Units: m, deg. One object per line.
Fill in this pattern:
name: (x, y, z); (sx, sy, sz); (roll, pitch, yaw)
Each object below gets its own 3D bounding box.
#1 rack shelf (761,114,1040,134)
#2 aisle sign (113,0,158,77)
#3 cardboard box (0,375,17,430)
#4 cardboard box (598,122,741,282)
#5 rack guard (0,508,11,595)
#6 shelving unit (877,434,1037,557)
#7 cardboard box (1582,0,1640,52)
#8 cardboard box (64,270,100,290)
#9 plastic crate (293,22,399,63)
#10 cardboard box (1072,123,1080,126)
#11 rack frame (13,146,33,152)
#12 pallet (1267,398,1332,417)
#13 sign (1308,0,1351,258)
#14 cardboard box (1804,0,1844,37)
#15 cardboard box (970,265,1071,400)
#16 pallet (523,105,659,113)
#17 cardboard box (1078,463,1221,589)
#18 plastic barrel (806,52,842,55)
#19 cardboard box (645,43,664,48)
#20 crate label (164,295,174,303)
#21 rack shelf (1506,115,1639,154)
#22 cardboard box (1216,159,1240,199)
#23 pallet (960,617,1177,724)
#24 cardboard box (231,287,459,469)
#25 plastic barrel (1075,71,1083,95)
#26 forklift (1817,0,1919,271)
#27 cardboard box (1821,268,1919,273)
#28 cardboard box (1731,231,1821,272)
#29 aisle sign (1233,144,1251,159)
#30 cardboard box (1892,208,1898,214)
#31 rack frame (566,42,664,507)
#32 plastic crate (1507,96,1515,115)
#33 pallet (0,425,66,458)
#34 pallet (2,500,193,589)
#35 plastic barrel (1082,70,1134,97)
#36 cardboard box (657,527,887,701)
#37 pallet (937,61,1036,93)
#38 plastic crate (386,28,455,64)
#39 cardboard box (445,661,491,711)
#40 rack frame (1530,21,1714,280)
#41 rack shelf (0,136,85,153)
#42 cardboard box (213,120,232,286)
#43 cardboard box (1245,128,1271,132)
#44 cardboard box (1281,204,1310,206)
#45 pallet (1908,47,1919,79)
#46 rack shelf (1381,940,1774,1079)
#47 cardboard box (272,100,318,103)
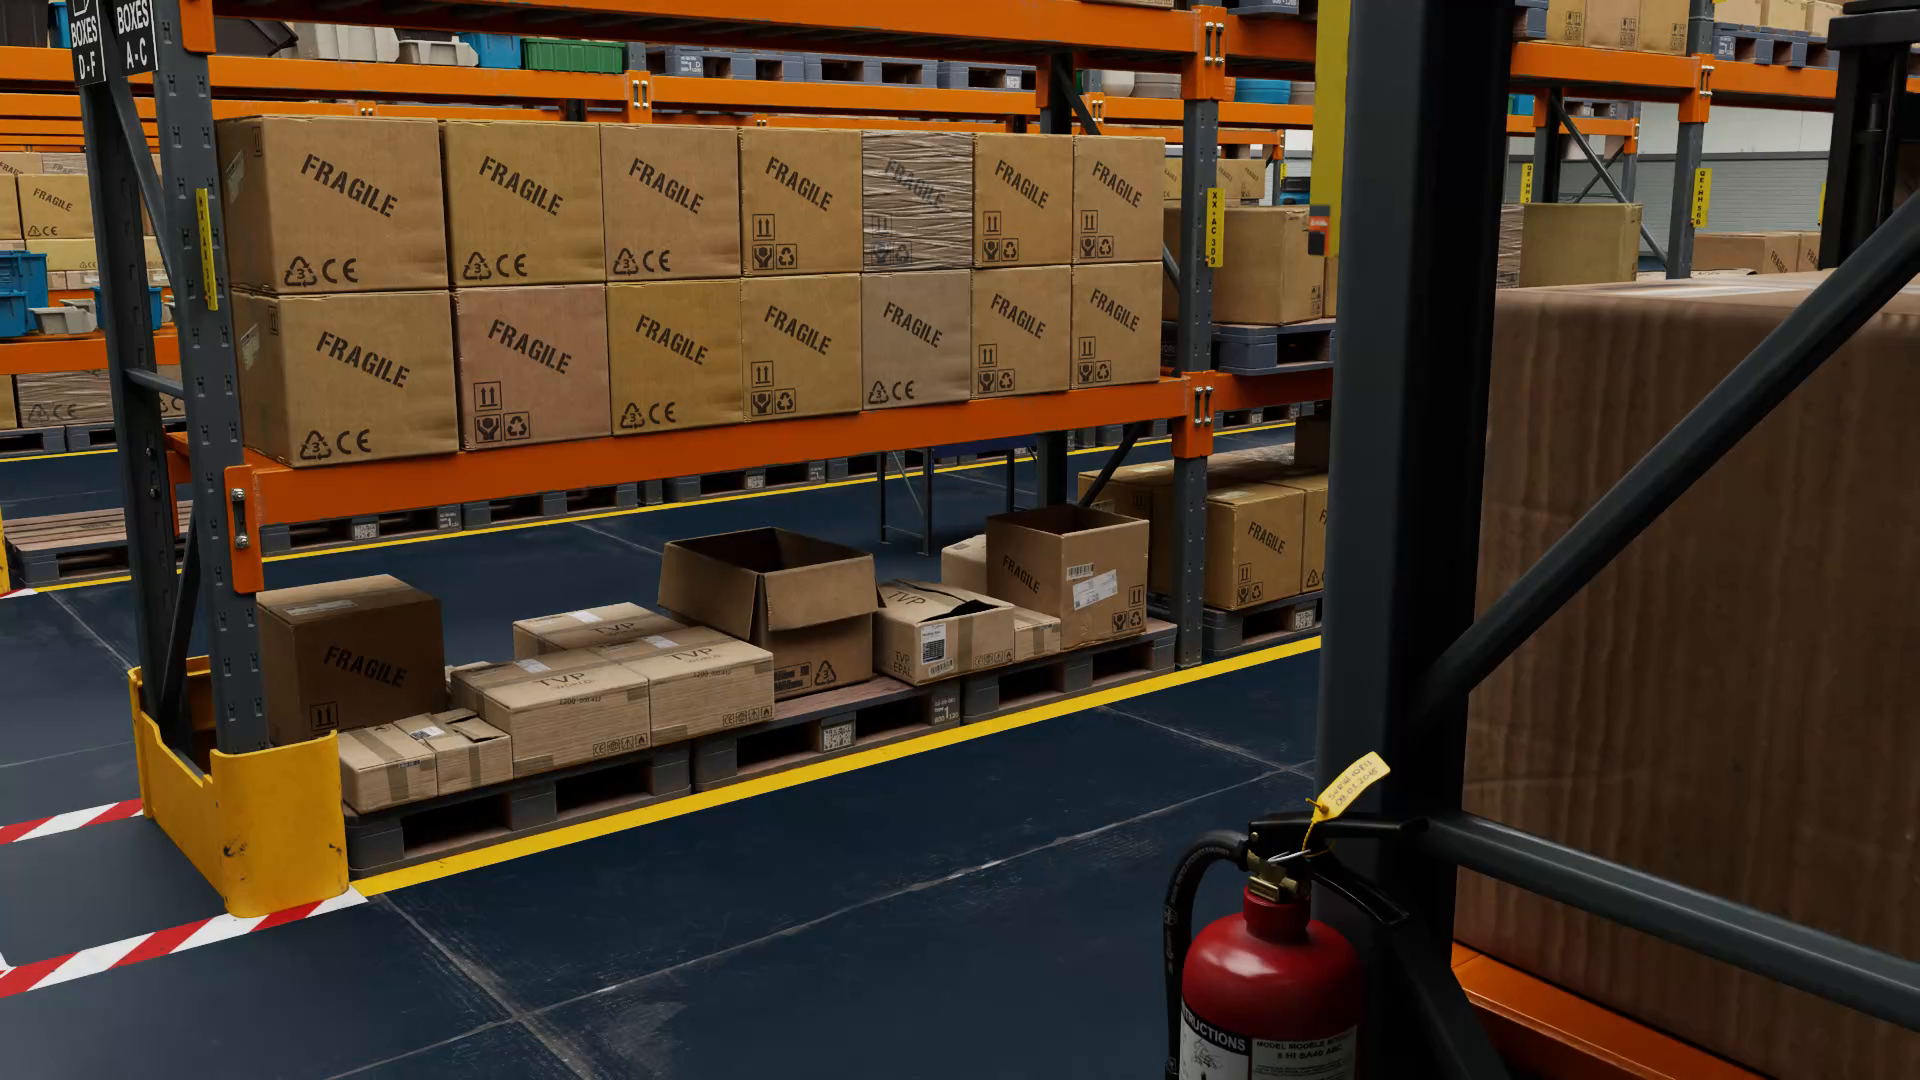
rack shelf: (-0.776, -4.478, 18.491); (4.000, 0.370, 1.077); (-9, 15, -38)
aisle sign: (-2.269, -1.673, 4.512); (0.004, 0.787, 0.394); (-9, 15, -38)
cardboard box: (-8.135, -1.327, 13.247); (0.875, 0.875, 0.875); (-9, 15, -38)
cardboard box: (-1.090, -1.144, 5.631); (0.500, 0.500, 0.500); (-9, 15, -37)
rack guard: (-5.501, -0.034, 9.069); (0.348, 0.500, 1.175); (-9, 15, -38)
shelving unit: (0.067, -0.745, 10.010); (1.048, 1.500, 0.538); (-9, 15, -38)
cardboard box: (3.130, -2.884, 9.011); (0.500, 0.500, 0.910); (-9, 15, -38)
cardboard box: (-7.099, -2.102, 13.396); (0.250, 0.149, 0.380); (-10, 15, -38)
plastic crate: (-3.567, -2.909, 9.654); (0.530, 0.282, 0.437); (-9, 15, -38)
cardboard box: (1.297, -5.033, 19.734); (0.500, 0.250, 0.500); (-10, 16, -40)
rack frame: (-14.756, -4.996, 26.420); (0.127, 3.000, 1.000); (-9, 15, -38)
pallet: (3.291, -1.347, 15.947); (1.213, 0.211, 1.003); (-9, 15, -38)
sign: (0.371, -0.427, 1.545); (0.005, 0.325, 0.100); (-9, 15, -38)
cardboard box: (5.440, -3.376, 10.920); (0.500, 0.250, 0.500); (-11, 16, -42)
cardboard box: (0.093, -0.852, 6.665); (0.500, 0.500, 0.500); (-9, 15, -36)
pallet: (-3.679, -4.240, 16.095); (1.213, 0.211, 1.003); (-9, 15, -35)
cardboard box: (0.931, -0.080, 8.227); (0.500, 0.500, 0.500); (-10, 15, -38)
plastic barrel: (-1.130, -3.945, 12.031); (0.708, 0.901, 0.600); (-9, 15, -38)
cardboard box: (-2.769, -4.736, 16.712); (0.637, 0.503, 0.797); (-8, 15, -34)
crate label: (-4.529, -1.373, 9.847); (0.243, 0.136, 0.396); (-9, 15, -38)
rack shelf: (5.442, -4.194, 17.153); (4.000, 0.370, 1.077); (-9, 15, -38)
cardboard box: (3.247, -4.648, 21.415); (0.500, 0.500, 0.500); (-9, 15, -38)
pallet: (0.188, 0.476, 7.364); (1.213, 0.211, 1.003); (-9, 15, -38)
cardboard box: (-1.888, -0.522, 5.108); (0.500, 0.500, 0.500); (-9, 15, -36)
plastic barrel: (0.917, -3.732, 13.617); (0.294, 0.245, 0.294); (0, 12, 0)
forklift: (4.486, -0.898, 7.287); (3.031, 2.935, 1.130); (-9, 15, -36)
cardboard box: (1.652, 0.034, 2.008); (0.700, 0.700, 0.980); (-10, 15, -38)
cardboard box: (5.559, -1.834, 11.286); (0.500, 0.500, 0.500); (-9, 15, -38)
aisle sign: (3.770, -5.470, 22.392); (0.004, 0.787, 0.394); (-9, 15, -38)
cardboard box: (7.050, -2.451, 12.634); (0.250, 0.149, 0.380); (-9, 15, -38)
rack frame: (-2.367, -1.781, 11.279); (0.127, 3.000, 1.000); (-9, 15, -38)
plastic crate: (5.282, -4.343, 16.634); (0.450, 0.188, 0.336); (-9, 15, -38)
pallet: (-8.009, -0.818, 13.456); (1.213, 0.211, 1.003); (-9, 15, -38)
pallet: (-4.822, 0.001, 9.598); (1.213, 0.211, 1.003); (-9, 15, -38)
plastic barrel: (1.191, -3.812, 13.356); (0.421, 0.512, 0.421); (0, 12, 0)
cardboard box: (-0.739, 0.274, 6.554); (0.637, 0.503, 0.797); (-9, 15, -38)
pallet: (0.098, -3.591, 13.038); (1.213, 0.211, 1.003); (-9, 15, -38)
plastic crate: (-3.508, -3.068, 10.431); (0.590, 0.269, 0.497); (-9, 15, -38)
cardboard box: (-1.756, 0.564, 5.996); (0.250, 0.166, 0.380); (-9, 15, -38)
rack frame: (3.848, -1.496, 9.937); (0.127, 3.000, 1.000); (-9, 15, -38)
rack shelf: (-13.214, -5.047, 21.172); (4.000, 0.370, 1.077); (-9, 15, -38)
cardboard box: (-2.223, -1.098, 5.416); (0.500, 0.500, 0.500); (-10, 15, -38)
cardboard box: (3.692, -5.431, 21.610); (0.500, 0.250, 0.500); (-9, 15, -36)
cardboard box: (2.066, -1.471, 8.566); (0.700, 0.500, 0.500); (9, 15, 36)
pallet: (6.291, -3.272, 11.541); (1.217, 0.209, 0.805); (-10, 16, -40)
rack shelf: (2.260, 0.437, 2.564); (4.000, 0.370, 1.077); (-9, 15, -38)
cardboard box: (-7.662, -5.111, 18.944); (0.500, 0.311, 0.500); (-10, 15, -38)
